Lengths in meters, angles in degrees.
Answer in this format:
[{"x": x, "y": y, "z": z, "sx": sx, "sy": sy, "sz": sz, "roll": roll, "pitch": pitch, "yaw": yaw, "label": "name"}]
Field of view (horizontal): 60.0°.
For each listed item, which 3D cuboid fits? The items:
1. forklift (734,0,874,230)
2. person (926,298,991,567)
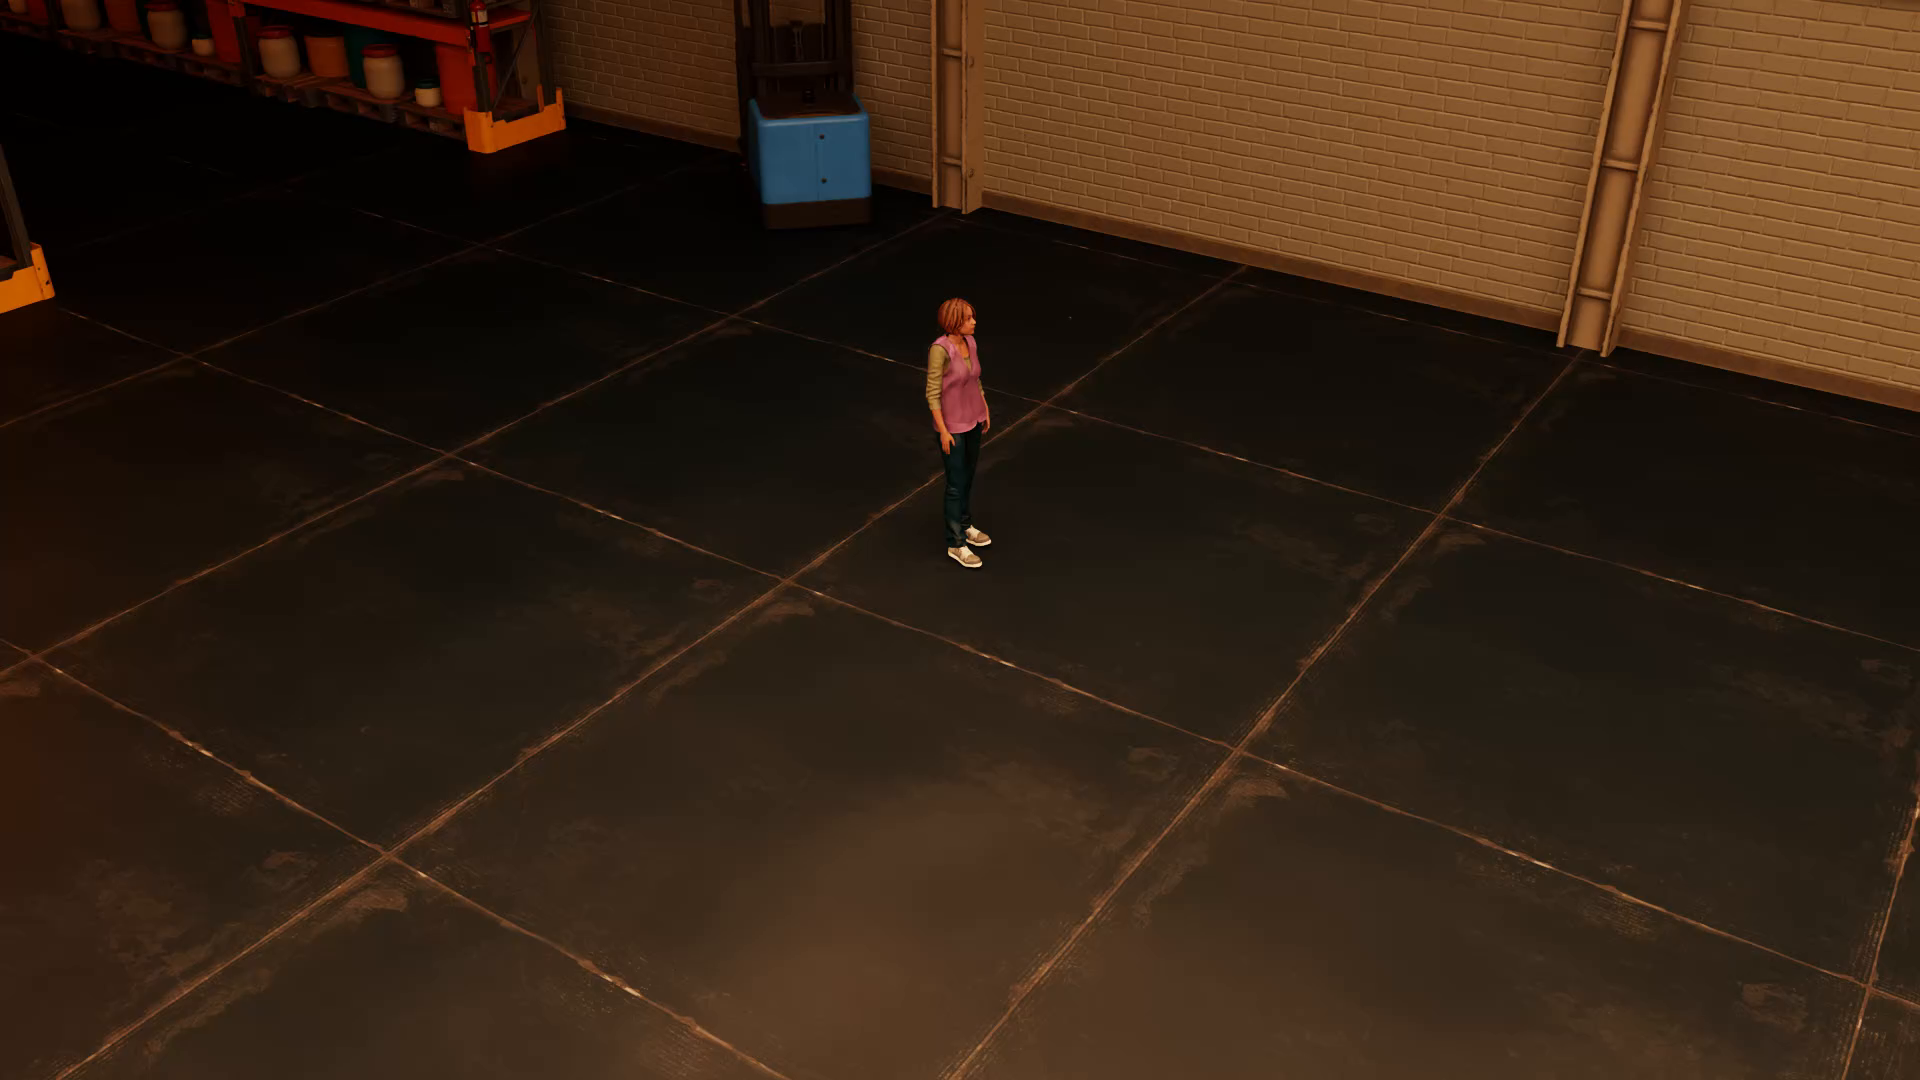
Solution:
[{"x": -1.619, "y": -4.838, "z": 15.913, "sx": 1.130, "sy": 2.935, "sz": 3.031, "roll": -6, "pitch": 31, "yaw": -11, "label": "forklift"}, {"x": 0.053, "y": -0.659, "z": 10.056, "sx": 0.476, "sy": 1.571, "sz": 0.520, "roll": 19, "pitch": 35, "yaw": 29, "label": "person"}]
